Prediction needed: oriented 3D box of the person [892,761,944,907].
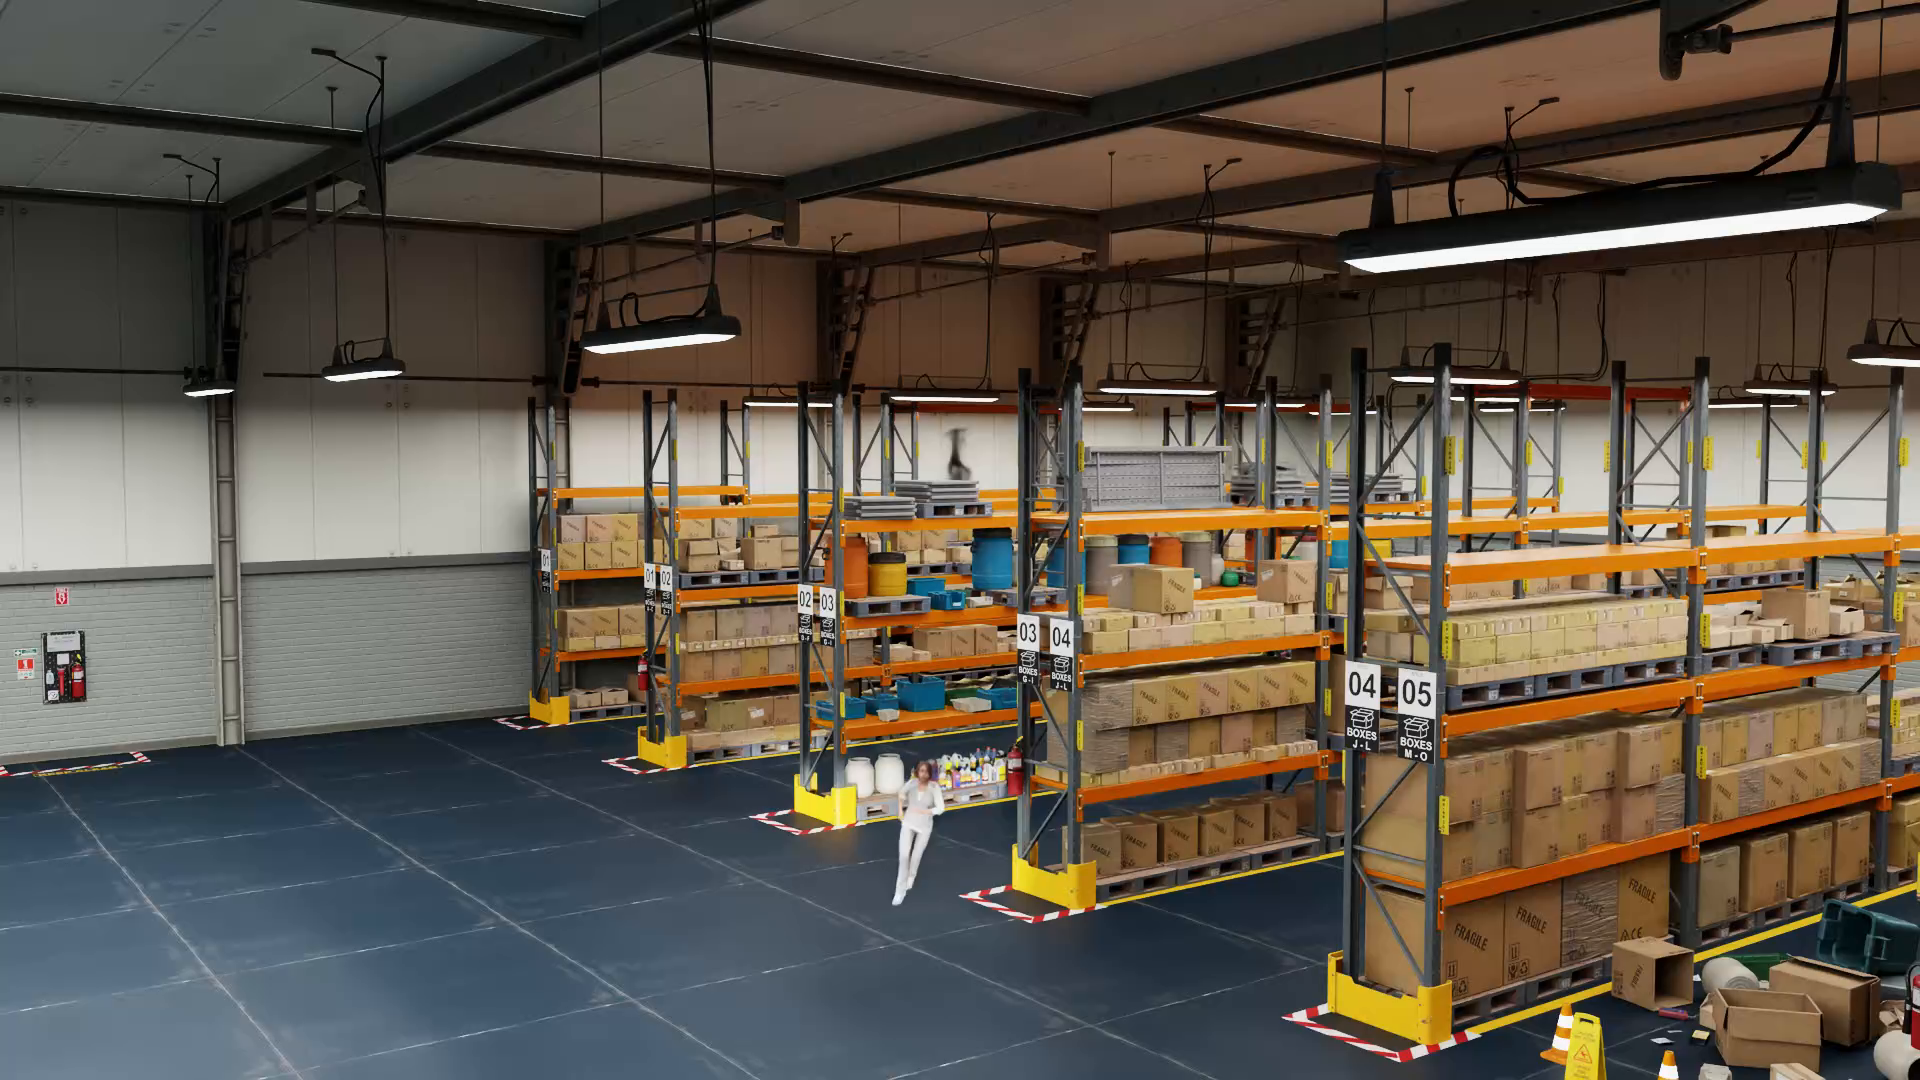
[{"bbox_3d":[-0.454,3.277,18.797,0.573,1.624,0.723,0,3,4],"label":"person"}]
